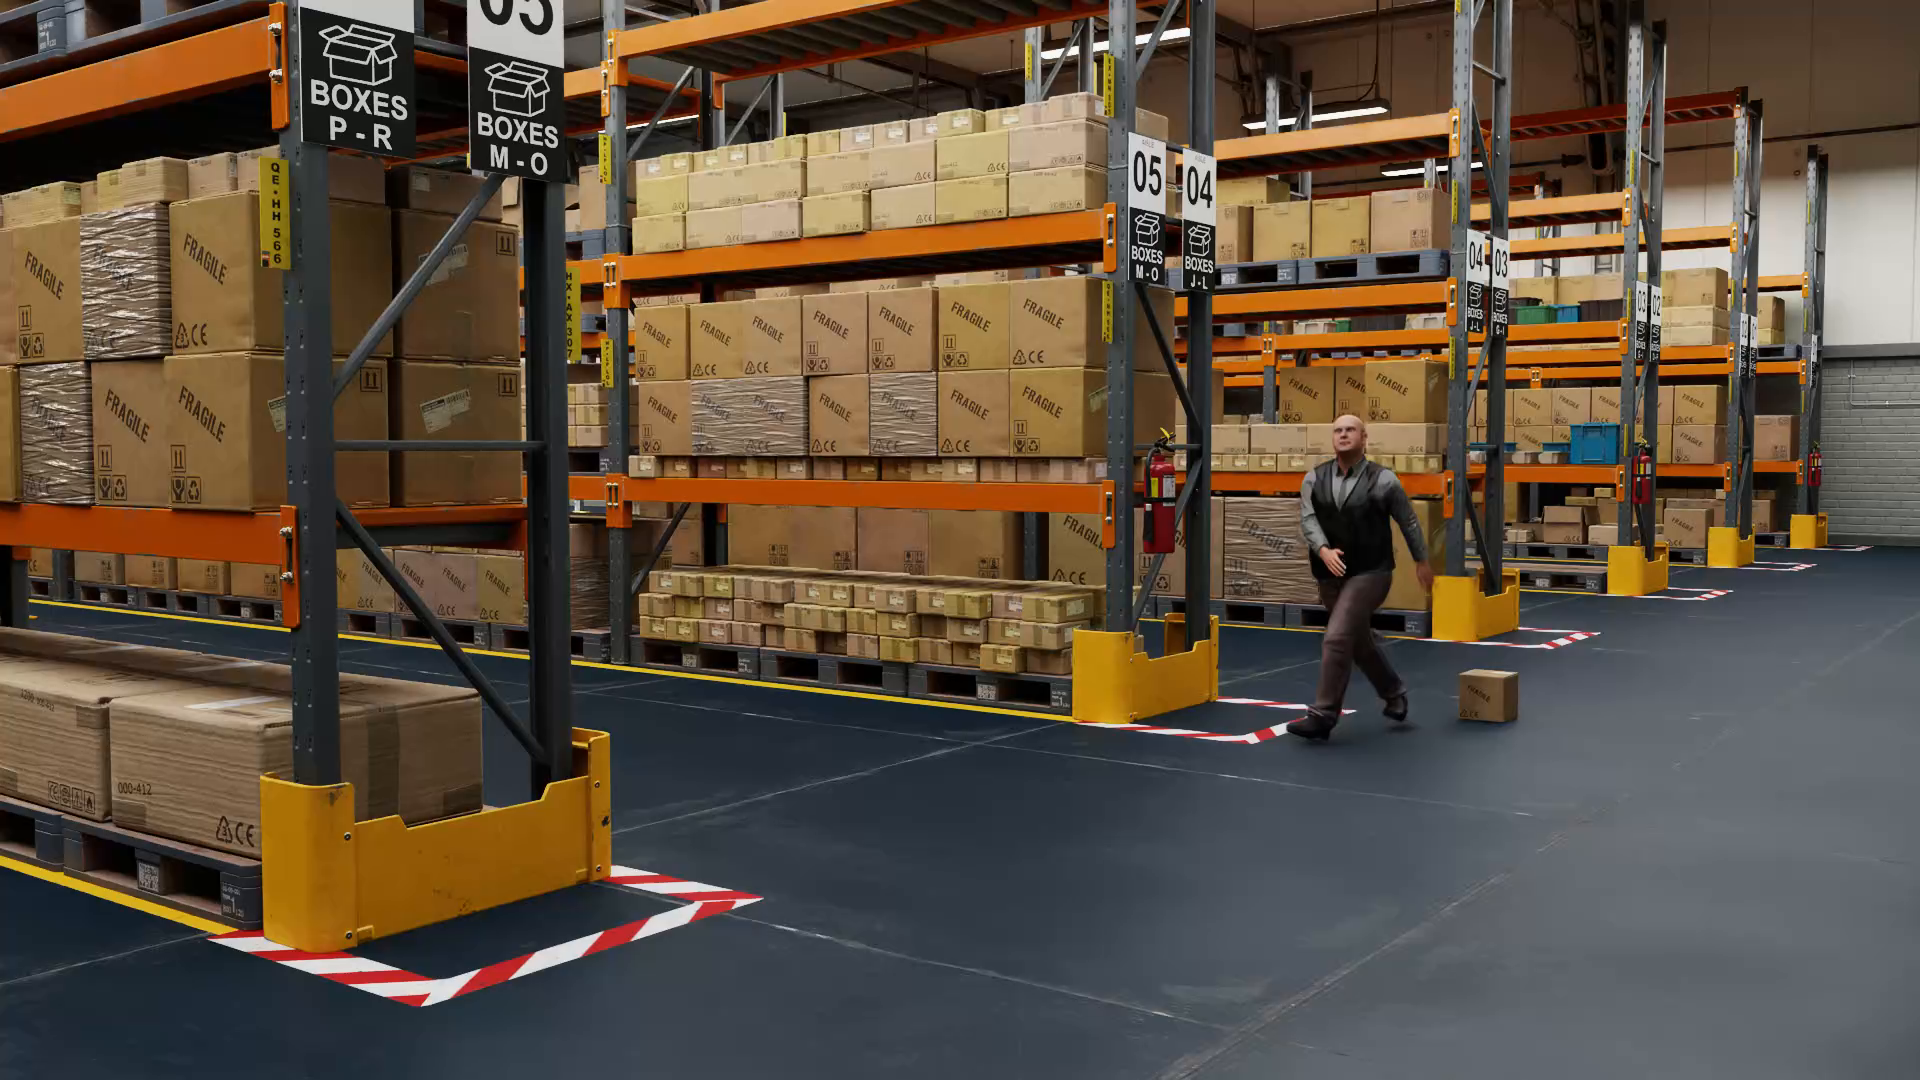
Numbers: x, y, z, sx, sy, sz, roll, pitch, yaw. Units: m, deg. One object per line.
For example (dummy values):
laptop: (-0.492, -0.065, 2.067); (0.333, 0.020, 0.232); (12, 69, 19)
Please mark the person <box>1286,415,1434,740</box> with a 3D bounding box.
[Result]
person: (2.063, 0.182, 8.671); (0.524, 1.664, 1.029); (3, 4, 44)
